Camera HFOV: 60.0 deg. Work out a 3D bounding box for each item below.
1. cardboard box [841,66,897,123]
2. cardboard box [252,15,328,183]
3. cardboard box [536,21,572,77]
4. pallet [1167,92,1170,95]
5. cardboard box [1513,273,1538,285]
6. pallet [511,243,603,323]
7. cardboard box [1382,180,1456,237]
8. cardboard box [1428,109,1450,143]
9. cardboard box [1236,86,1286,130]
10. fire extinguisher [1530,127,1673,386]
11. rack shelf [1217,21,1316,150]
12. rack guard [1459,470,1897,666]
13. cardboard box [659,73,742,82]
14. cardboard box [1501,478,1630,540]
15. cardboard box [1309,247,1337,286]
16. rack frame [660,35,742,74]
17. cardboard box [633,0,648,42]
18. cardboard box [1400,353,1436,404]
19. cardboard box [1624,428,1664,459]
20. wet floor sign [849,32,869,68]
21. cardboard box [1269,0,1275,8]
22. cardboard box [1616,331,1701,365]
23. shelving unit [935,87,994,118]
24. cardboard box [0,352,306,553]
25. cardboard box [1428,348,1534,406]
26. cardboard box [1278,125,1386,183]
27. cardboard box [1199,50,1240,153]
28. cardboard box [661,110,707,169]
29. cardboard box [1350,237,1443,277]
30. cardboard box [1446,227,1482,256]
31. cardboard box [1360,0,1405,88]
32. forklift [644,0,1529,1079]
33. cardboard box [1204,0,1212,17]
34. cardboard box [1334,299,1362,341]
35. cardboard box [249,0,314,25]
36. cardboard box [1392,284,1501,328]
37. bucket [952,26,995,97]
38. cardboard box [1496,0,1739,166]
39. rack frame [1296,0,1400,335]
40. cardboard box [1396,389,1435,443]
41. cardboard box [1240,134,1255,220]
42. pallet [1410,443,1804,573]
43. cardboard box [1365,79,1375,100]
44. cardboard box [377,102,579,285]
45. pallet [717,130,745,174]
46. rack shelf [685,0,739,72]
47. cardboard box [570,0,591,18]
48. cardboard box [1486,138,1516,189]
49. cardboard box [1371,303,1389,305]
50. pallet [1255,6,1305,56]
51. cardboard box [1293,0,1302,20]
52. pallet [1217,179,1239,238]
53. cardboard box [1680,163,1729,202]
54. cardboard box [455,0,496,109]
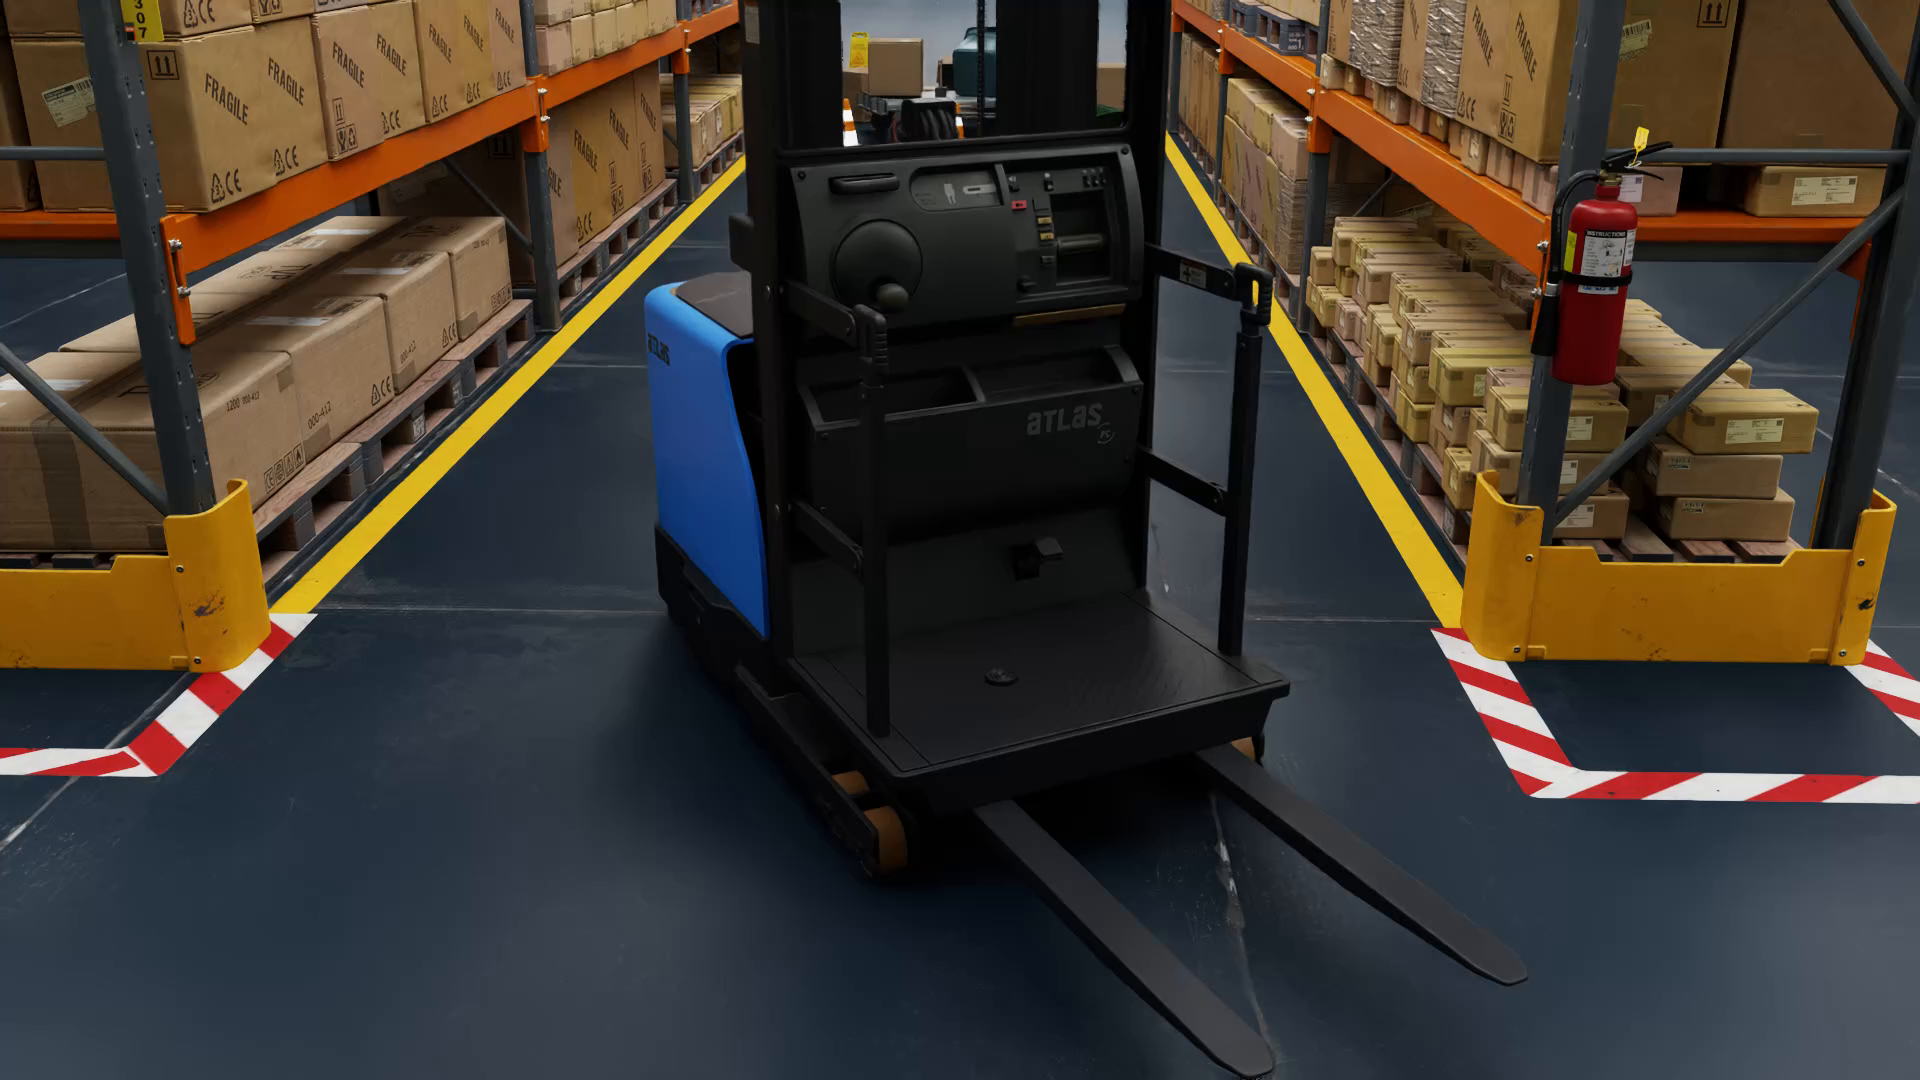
[{"bbox_3d":[-1.010,-4.622,17.246,0.500,0.500,0.500,18,27,38],"label":"cardboard box"},{"bbox_3d":[-2.478,-1.475,5.546,0.500,0.500,0.500,0,21,1],"label":"cardboard box"},{"bbox_3d":[-2.368,-2.607,8.810,0.500,0.250,0.500,0,21,0],"label":"cardboard box"},{"bbox_3d":[2.684,-4.812,18.139,1.003,0.211,1.213,1,21,2],"label":"pallet"},{"bbox_3d":[2.588,-1.043,7.109,0.380,0.149,0.250,0,21,0],"label":"cardboard box"},{"bbox_3d":[-2.697,-1.501,9.606,1.003,0.211,1.213,1,21,2],"label":"pallet"},{"bbox_3d":[2.593,-1.798,9.391,0.500,0.500,0.500,1,21,4],"label":"cardboard box"},{"bbox_3d":[2.030,-1.622,6.409,0.380,0.149,0.250,1,21,3],"label":"cardboard box"},{"bbox_3d":[2.149,-2.900,11.194,0.500,0.250,0.500,0,21,1],"label":"cardboard box"},{"bbox_3d":[1.715,-0.761,4.466,0.296,0.674,0.183,1,21,2],"label":"fire extinguisher"},{"bbox_3d":[2.366,-2.891,10.328,1.077,0.370,4.000,1,21,2],"label":"rack shelf"},{"bbox_3d":[2.186,0.081,5.129,1.175,0.500,0.348,1,21,2],"label":"rack guard"},{"bbox_3d":[-2.416,-4.195,15.745,0.950,0.372,0.625,1,21,2],"label":"cardboard box"},{"bbox_3d":[1.991,-0.116,5.543,0.380,0.149,0.250,1,21,3],"label":"cardboard box"},{"bbox_3d":[1.974,-1.381,8.391,0.380,0.149,0.250,2,21,4],"label":"cardboard box"},{"bbox_3d":[-2.402,-5.414,15.835,1.000,3.000,0.127,1,21,2],"label":"rack frame"},{"bbox_3d":[-2.311,-3.345,10.711,0.500,0.250,0.500,0,21,1],"label":"cardboard box"},{"bbox_3d":[1.931,-0.632,6.459,0.380,0.149,0.250,1,21,2],"label":"cardboard box"},{"bbox_3d":[2.521,-0.347,5.727,0.380,0.149,0.250,1,21,1],"label":"cardboard box"},{"bbox_3d":[-1.205,-5.819,20.135,0.267,0.644,0.232,8,23,20],"label":"wet floor sign"},{"bbox_3d":[2.183,-3.480,10.618,0.380,0.149,0.250,1,21,3],"label":"cardboard box"},{"bbox_3d":[2.488,-0.668,6.142,0.380,0.149,0.250,0,21,-1],"label":"cardboard box"},{"bbox_3d":[0.146,-0.836,6.110,0.538,1.500,1.048,0,21,1],"label":"shelving unit"},{"bbox_3d":[-2.847,-0.316,5.658,0.875,0.438,0.875,0,21,0],"label":"cardboard box"},{"bbox_3d":[1.892,-0.581,5.916,0.380,0.149,0.250,0,21,0],"label":"cardboard box"},{"bbox_3d":[2.075,-2.155,9.276,0.500,0.250,0.500,0,21,0],"label":"cardboard box"},{"bbox_3d":[2.559,-3.632,13.772,1.050,0.750,0.750,1,21,2],"label":"cardboard box"},{"bbox_3d":[-2.497,-3.142,13.033,0.950,0.372,0.625,-1,21,-2],"label":"cardboard box"},{"bbox_3d":[2.062,-1.334,7.859,0.380,0.149,0.250,0,21,1],"label":"cardboard box"},{"bbox_3d":[2.587,-1.423,8.088,0.380,0.149,0.250,1,21,2],"label":"cardboard box"},{"bbox_3d":[1.979,-2.152,6.878,0.500,0.500,0.500,0,21,0],"label":"cardboard box"},{"bbox_3d":[0.133,-0.747,3.902,1.130,2.935,3.031,-10,23,-25],"label":"forklift"},{"bbox_3d":[2.189,-4.342,12.935,0.500,0.500,0.500,1,21,2],"label":"cardboard box"},{"bbox_3d":[2.009,-1.055,7.962,0.380,0.149,0.250,1,21,1],"label":"cardboard box"},{"bbox_3d":[-2.459,-1.945,5.375,0.500,0.500,0.500,0,21,0],"label":"cardboard box"},{"bbox_3d":[2.015,-0.960,6.895,0.380,0.149,0.250,1,21,2],"label":"cardboard box"},{"bbox_3d":[0.248,-4.653,16.298,0.726,0.611,0.620,8,33,20],"label":"bucket"},{"bbox_3d":[1.940,-1.408,4.961,0.500,0.500,0.500,1,21,3],"label":"cardboard box"},{"bbox_3d":[2.305,-2.503,8.334,1.000,3.000,0.127,1,21,2],"label":"rack frame"},{"bbox_3d":[1.931,-0.487,6.499,0.380,0.149,0.250,0,21,-1],"label":"cardboard box"},{"bbox_3d":[2.128,-2.360,10.838,0.500,0.500,0.500,0,21,0],"label":"cardboard box"},{"bbox_3d":[2.246,-0.078,5.938,1.003,0.211,1.213,1,21,2],"label":"pallet"},{"bbox_3d":[2.080,-2.096,7.632,0.380,0.149,0.250,0,21,-1],"label":"cardboard box"},{"bbox_3d":[-2.707,-1.951,9.268,0.875,0.875,0.875,1,21,3],"label":"cardboard box"},{"bbox_3d":[-2.459,-3.390,14.474,1.003,0.211,1.213,1,21,2],"label":"pallet"},{"bbox_3d":[-2.463,-4.355,14.101,1.077,0.370,4.000,1,21,2],"label":"rack shelf"},{"bbox_3d":[-2.362,-3.029,9.205,0.500,0.250,0.500,1,21,2],"label":"cardboard box"},{"bbox_3d":[1.949,-1.241,5.428,0.380,0.149,0.250,0,21,1],"label":"cardboard box"},{"bbox_3d":[2.042,-1.003,7.417,0.380,0.149,0.250,2,21,4],"label":"cardboard box"},{"bbox_3d":[2.408,-3.144,10.250,1.003,0.211,1.213,1,21,2],"label":"pallet"},{"bbox_3d":[2.147,-3.103,9.646,0.380,0.149,0.250,0,21,-1],"label":"cardboard box"},{"bbox_3d":[2.402,-2.367,11.837,1.003,0.211,1.213,1,21,2],"label":"pallet"},{"bbox_3d":[2.488,-1.146,5.183,0.380,0.149,0.250,1,21,4],"label":"cardboard box"},{"bbox_3d":[-2.414,-2.211,7.443,0.500,0.500,0.500,0,21,0],"label":"cardboard box"}]
